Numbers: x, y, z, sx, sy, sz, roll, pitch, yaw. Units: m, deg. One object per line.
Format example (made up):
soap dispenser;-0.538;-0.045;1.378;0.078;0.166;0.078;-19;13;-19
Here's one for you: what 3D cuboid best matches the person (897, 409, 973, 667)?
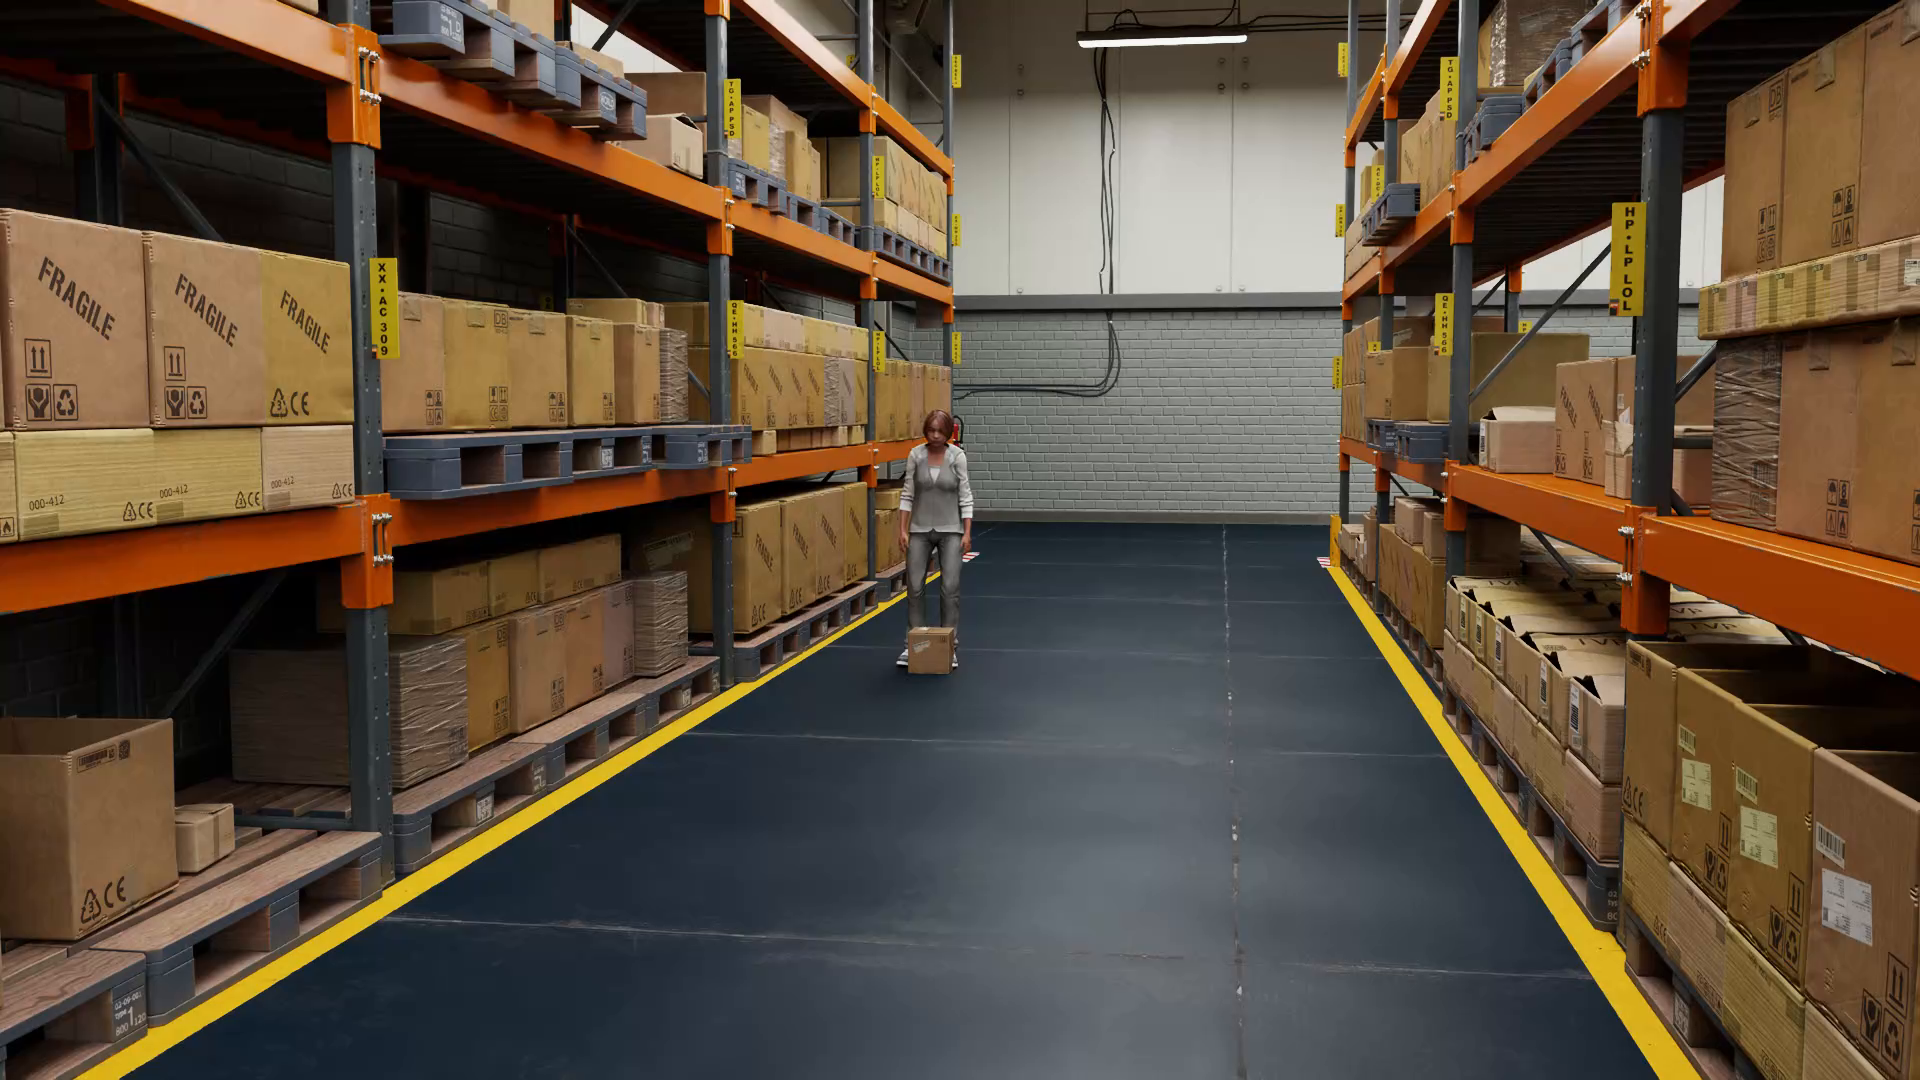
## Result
person;-0.153;-0.013;10.307;0.466;1.590;0.376;0;5;6
